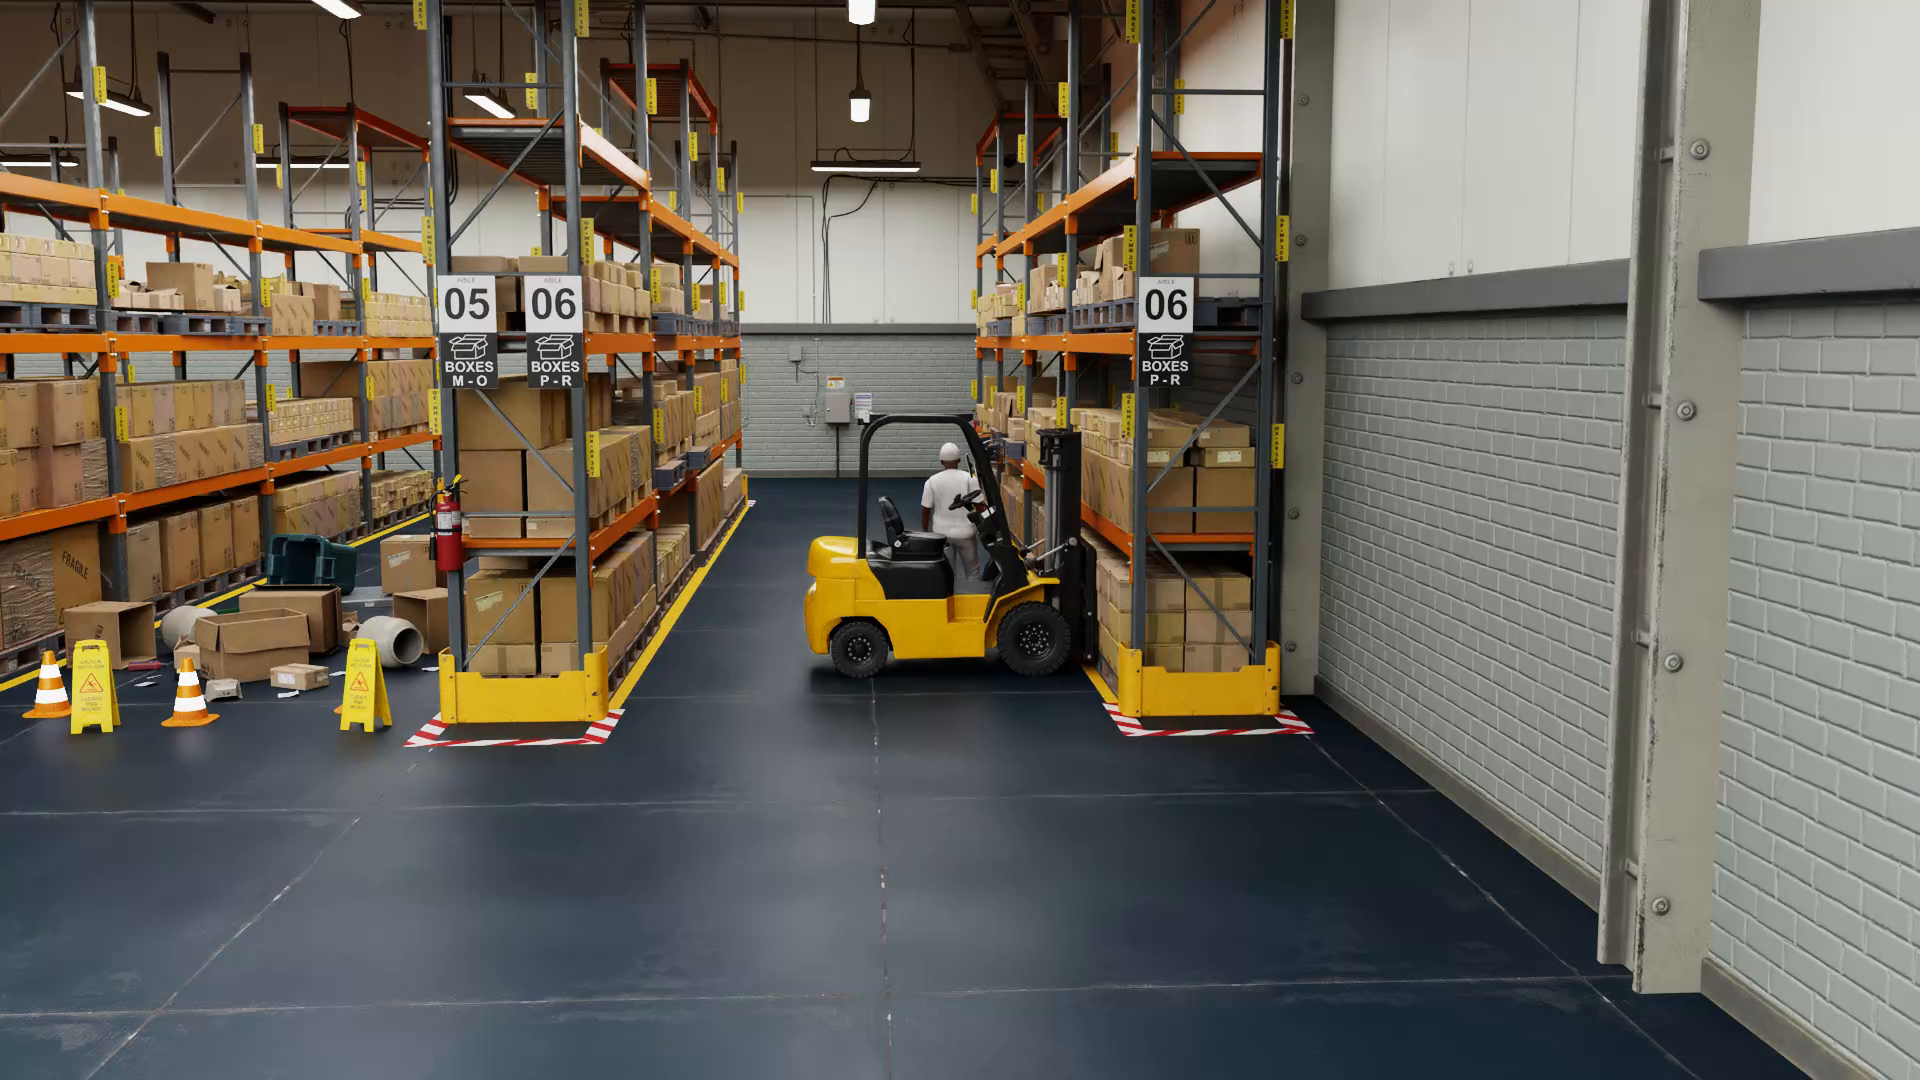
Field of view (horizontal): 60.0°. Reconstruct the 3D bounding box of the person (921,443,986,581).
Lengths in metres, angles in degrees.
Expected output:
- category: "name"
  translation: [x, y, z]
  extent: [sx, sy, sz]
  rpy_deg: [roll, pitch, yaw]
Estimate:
- category: "person"
  translation: [-0.031, -0.071, 16.161]
  extent: [0.666, 1.765, 0.577]
  rpy_deg: [1, 7, 10]
